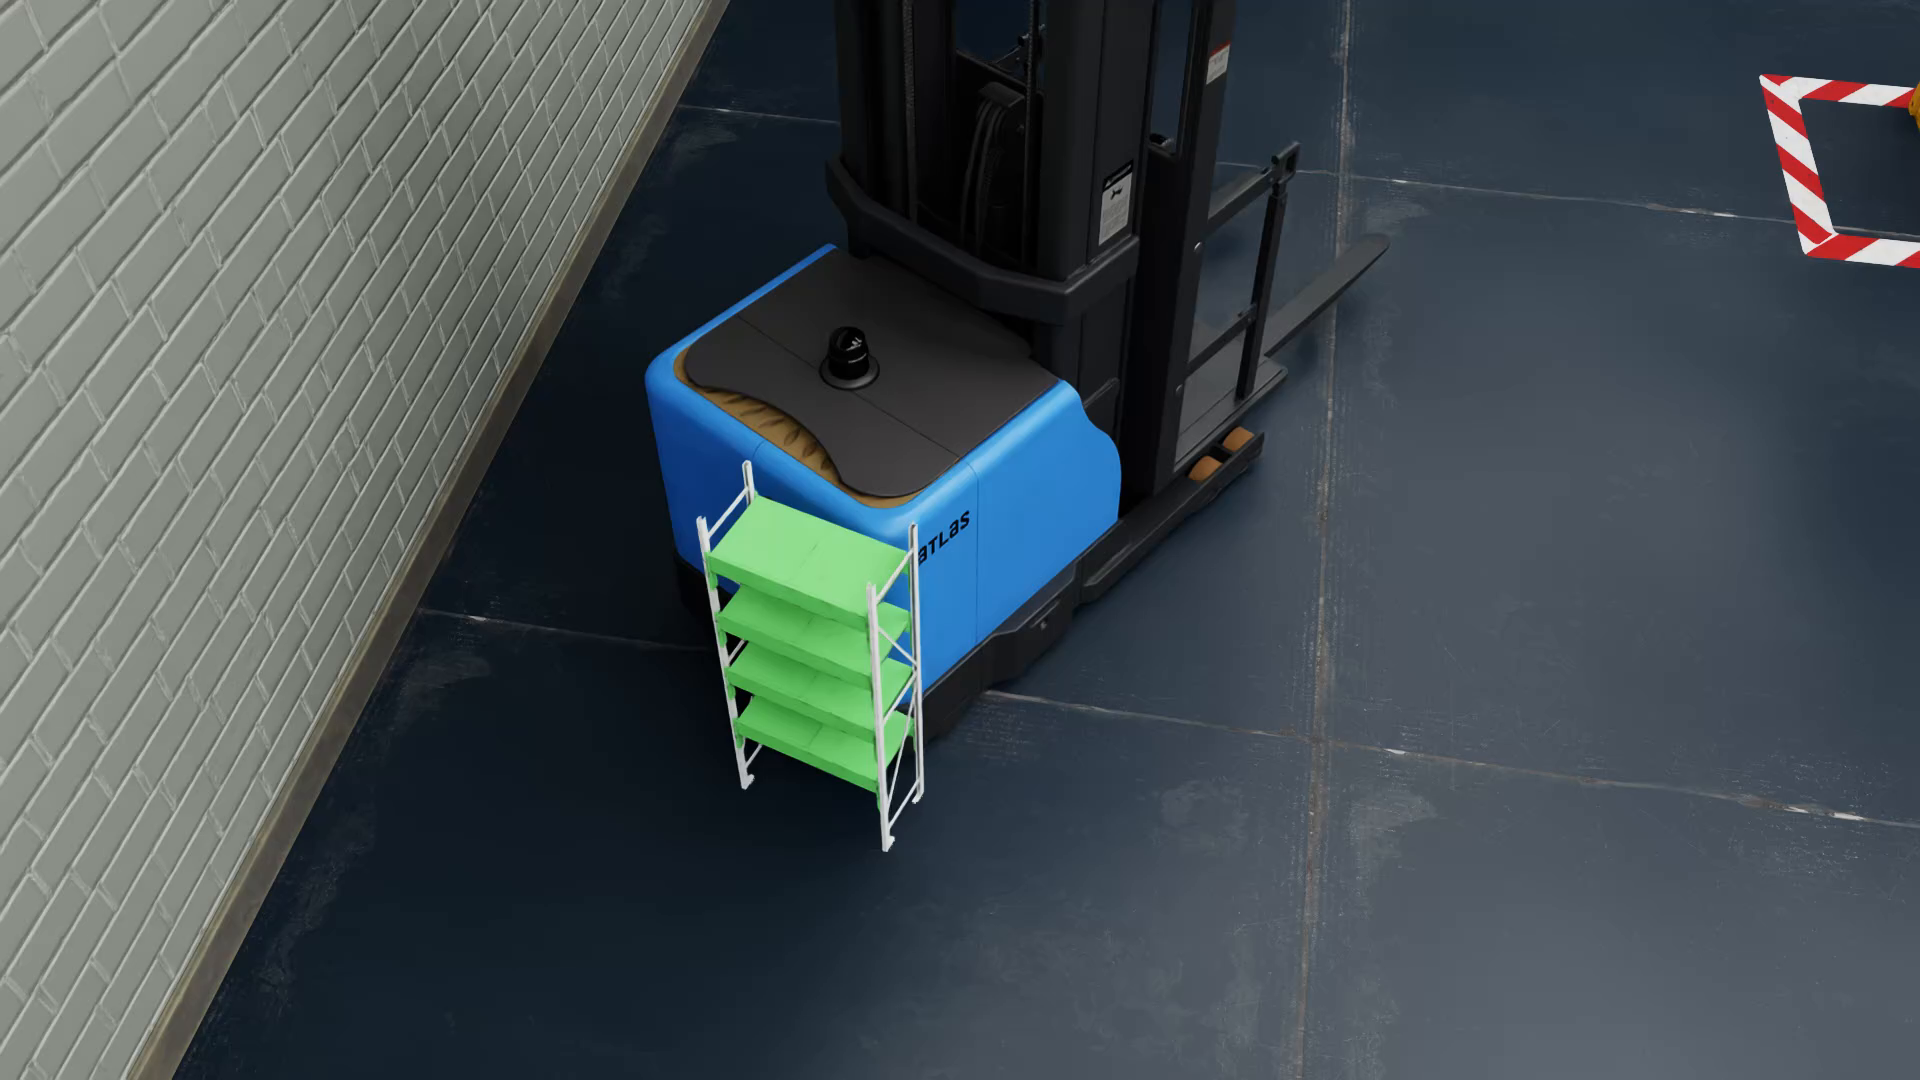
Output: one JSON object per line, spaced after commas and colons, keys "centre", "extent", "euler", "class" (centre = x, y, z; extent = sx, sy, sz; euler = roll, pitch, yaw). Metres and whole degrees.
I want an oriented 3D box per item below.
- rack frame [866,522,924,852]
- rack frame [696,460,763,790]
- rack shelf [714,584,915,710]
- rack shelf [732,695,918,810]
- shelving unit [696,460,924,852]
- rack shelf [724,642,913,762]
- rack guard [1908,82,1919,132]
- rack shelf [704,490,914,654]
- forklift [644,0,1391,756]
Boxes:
{"centre": [-0.168, 0.440, 4.547], "extent": [0.015, 1.200, 0.240], "euler": [21, 51, 17], "class": "rack frame"}
{"centre": [-0.604, 0.277, 4.694], "extent": [0.015, 1.200, 0.240], "euler": [21, 51, 17], "class": "rack frame"}
{"centre": [-0.386, 0.240, 4.490], "extent": [0.480, 0.148, 0.258], "euler": [21, 51, 17], "class": "rack shelf"}
{"centre": [-0.387, 0.562, 4.846], "extent": [0.480, 0.148, 0.258], "euler": [21, 51, 17], "class": "rack shelf"}
{"centre": [-0.386, 0.358, 4.621], "extent": [0.503, 1.200, 0.258], "euler": [21, 51, 17], "class": "shelving unit"}
{"centre": [-0.386, 0.401, 4.668], "extent": [0.480, 0.148, 0.258], "euler": [21, 51, 17], "class": "rack shelf"}
{"centre": [4.354, -1.714, 6.954], "extent": [0.348, 0.500, 1.175], "euler": [8, 49, 7], "class": "rack guard"}
{"centre": [-0.386, 0.079, 4.312], "extent": [0.480, 0.148, 0.258], "euler": [21, 51, 17], "class": "rack shelf"}
{"centre": [0.432, -1.339, 4.982], "extent": [1.130, 2.935, 3.031], "euler": [34, 56, 26], "class": "forklift"}
